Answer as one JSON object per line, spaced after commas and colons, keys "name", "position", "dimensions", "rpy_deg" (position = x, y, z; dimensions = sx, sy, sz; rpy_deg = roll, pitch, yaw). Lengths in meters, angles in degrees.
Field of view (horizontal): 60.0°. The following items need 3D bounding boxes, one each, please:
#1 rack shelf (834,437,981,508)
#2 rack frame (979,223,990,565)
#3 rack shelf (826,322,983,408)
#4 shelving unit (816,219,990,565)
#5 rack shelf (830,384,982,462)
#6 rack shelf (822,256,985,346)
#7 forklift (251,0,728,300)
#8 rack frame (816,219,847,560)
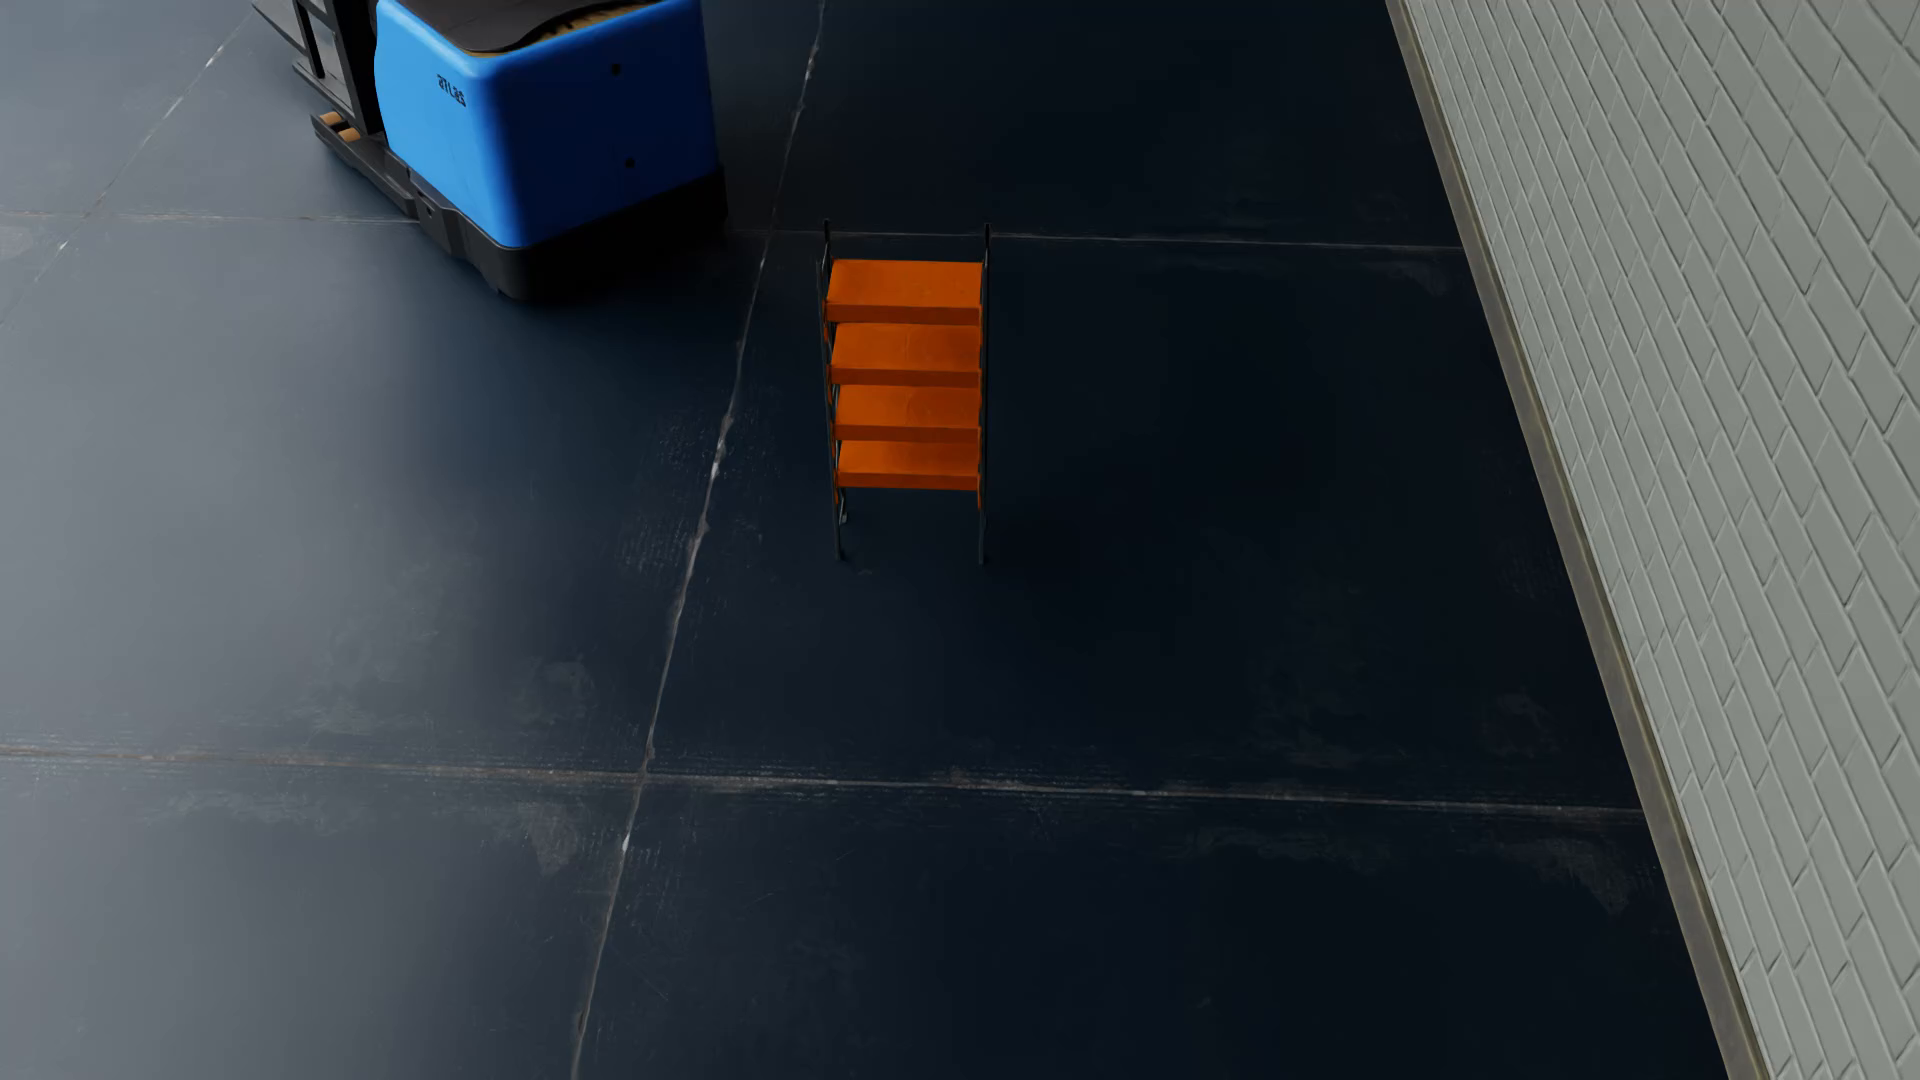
{"name": "rack shelf", "position": [-0.165, -0.250, 5.528], "dimensions": [0.480, 0.148, 0.258], "rpy_deg": [2, 43, 2]}
{"name": "rack frame", "position": [0.078, -0.437, 5.338], "dimensions": [0.015, 1.200, 0.240], "rpy_deg": [2, 43, 2]}
{"name": "rack shelf", "position": [-0.165, -0.559, 5.240], "dimensions": [0.480, 0.148, 0.258], "rpy_deg": [2, 43, 2]}
{"name": "shelving unit", "position": [-0.165, -0.444, 5.346], "dimensions": [0.503, 1.200, 0.258], "rpy_deg": [2, 43, 2]}
{"name": "rack shelf", "position": [-0.165, -0.395, 5.392], "dimensions": [0.480, 0.148, 0.258], "rpy_deg": [2, 43, 2]}
{"name": "rack shelf", "position": [-0.165, -0.732, 5.079], "dimensions": [0.480, 0.148, 0.258], "rpy_deg": [2, 43, 2]}
{"name": "forklift", "position": [-2.326, -2.973, 6.791], "dimensions": [1.130, 2.935, 3.031], "rpy_deg": [-30, 51, -28]}
{"name": "rack frame", "position": [-0.409, -0.452, 5.355], "dimensions": [0.015, 1.200, 0.240], "rpy_deg": [2, 43, 2]}
